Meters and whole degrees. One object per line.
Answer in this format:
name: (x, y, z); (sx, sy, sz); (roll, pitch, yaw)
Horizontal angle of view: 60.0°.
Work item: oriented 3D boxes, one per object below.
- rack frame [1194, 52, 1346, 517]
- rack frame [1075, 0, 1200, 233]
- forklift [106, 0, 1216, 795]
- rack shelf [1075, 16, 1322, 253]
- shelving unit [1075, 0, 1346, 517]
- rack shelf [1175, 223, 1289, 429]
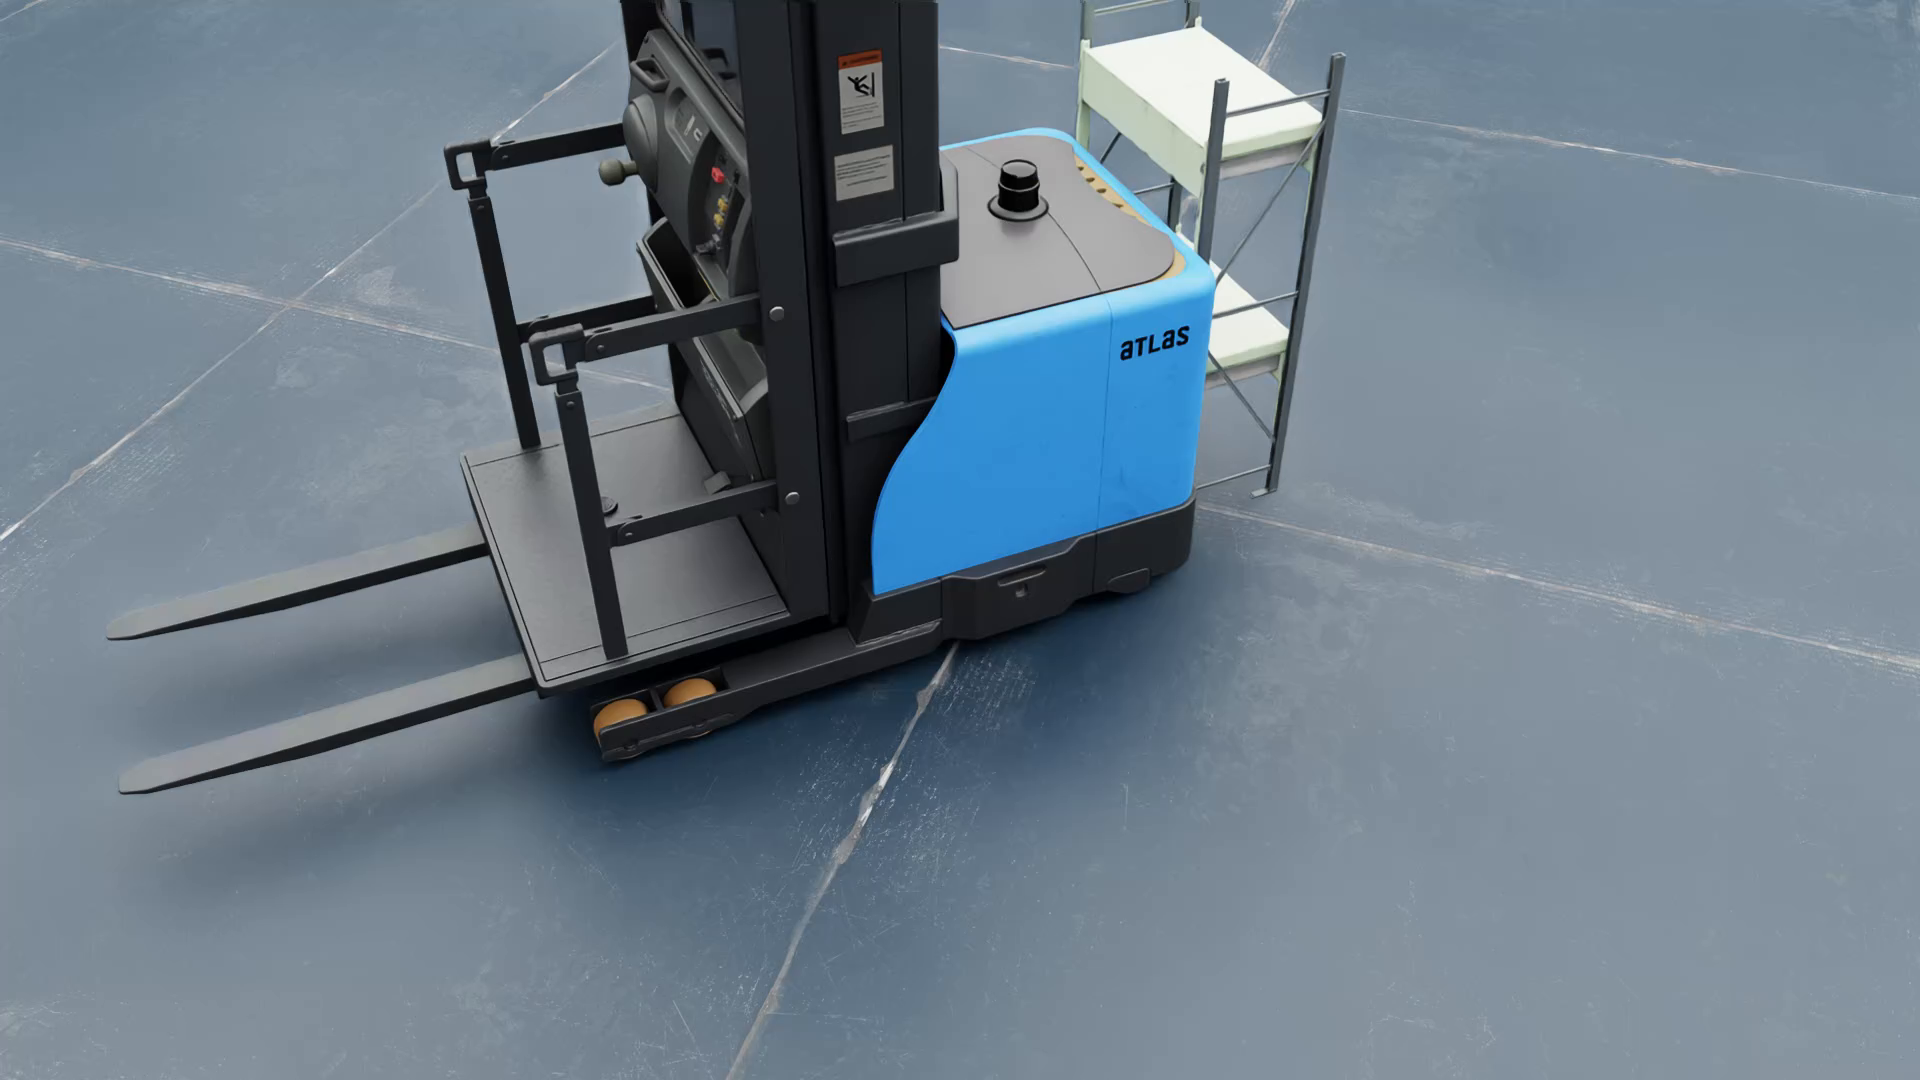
rack frame: (0.852, -0.682, 4.894); (0.400, 1.500, 0.023); (-17, 43, -19)
rack frame: (0.544, -1.113, 5.399); (0.400, 1.500, 0.023); (-17, 43, -19)
forklift: (-0.858, -0.908, 4.056); (3.031, 2.935, 1.130); (-16, 43, -18)
rack shelf: (0.698, -1.194, 4.893); (0.431, 0.370, 0.720); (-17, 43, -19)
shelving unit: (0.698, -0.898, 5.147); (0.431, 1.500, 0.755); (-17, 43, -19)
rack shelf: (0.698, -0.650, 5.358); (0.431, 0.370, 0.720); (-17, 43, -19)
